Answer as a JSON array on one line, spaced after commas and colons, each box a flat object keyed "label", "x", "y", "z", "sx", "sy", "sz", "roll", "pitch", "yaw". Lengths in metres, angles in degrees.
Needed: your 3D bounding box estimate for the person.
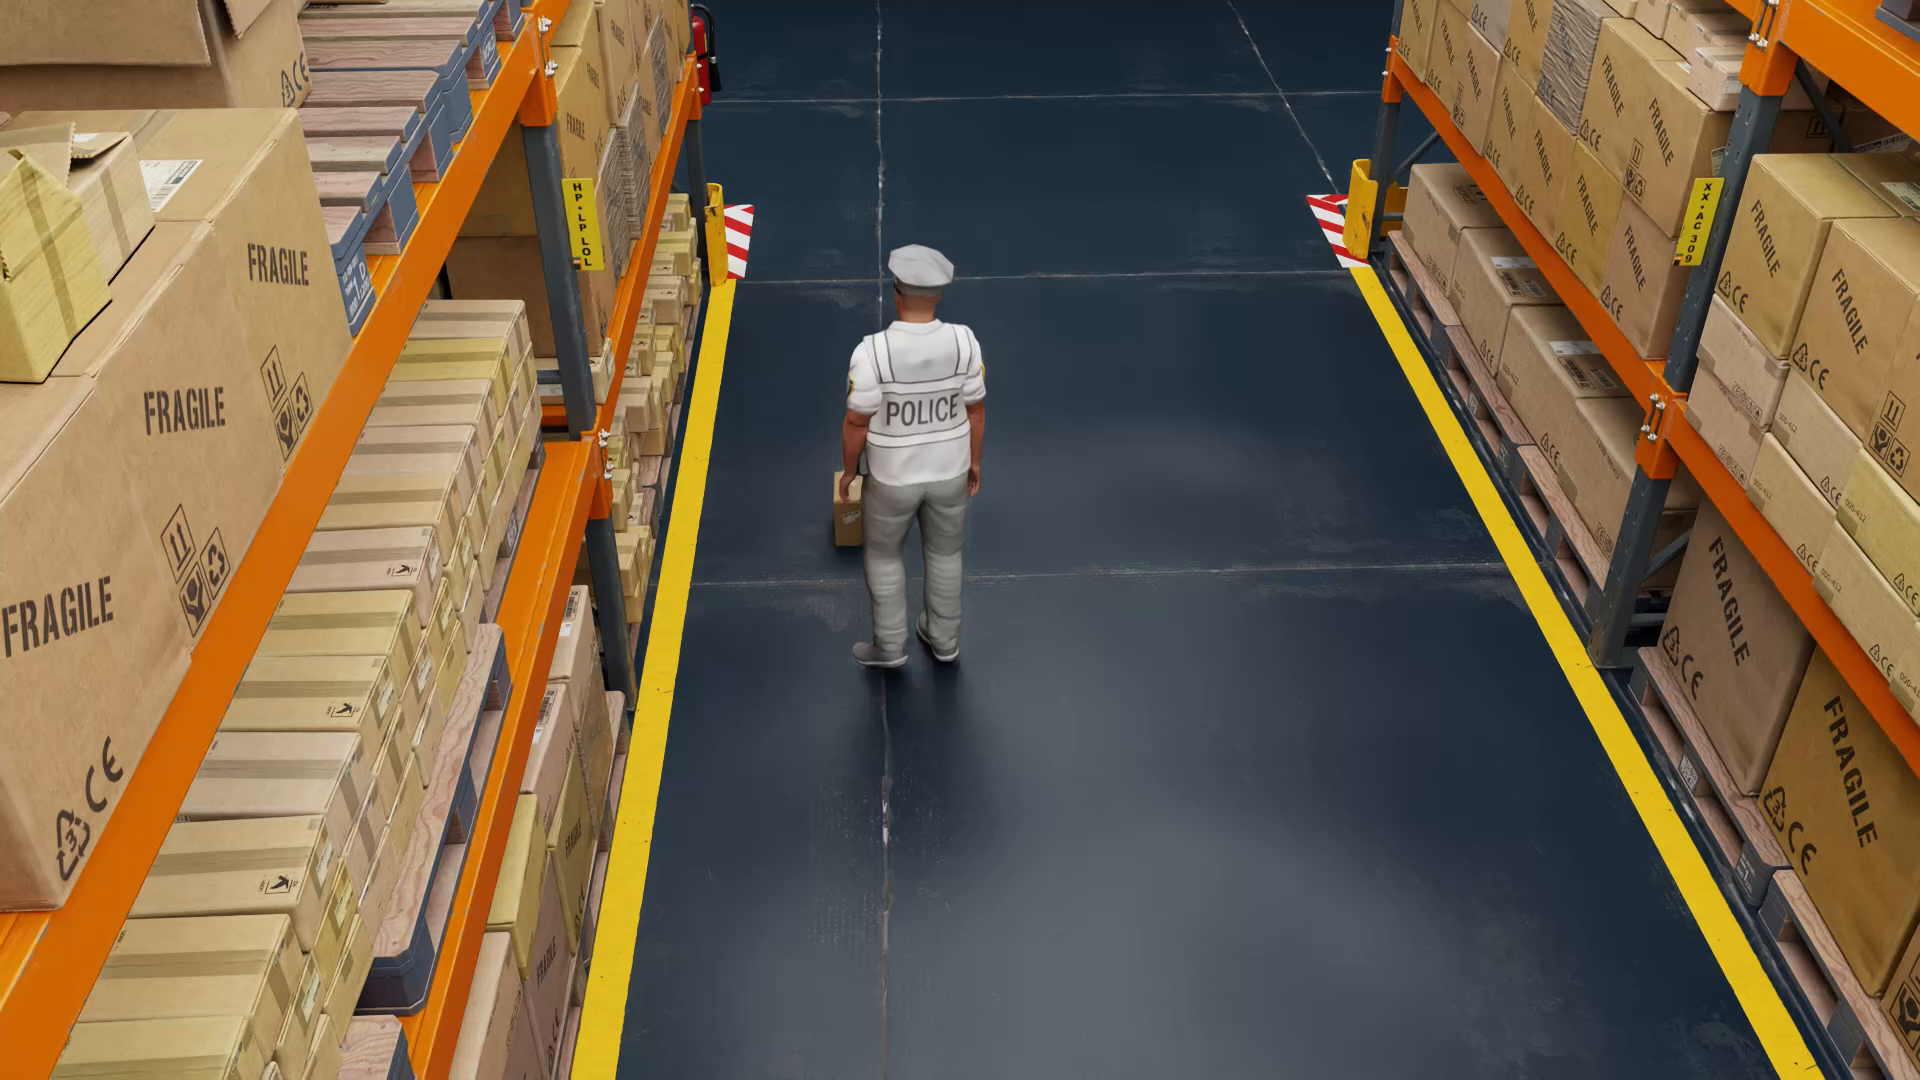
[{"label": "person", "x": -0.184, "y": -0.256, "z": 6.521, "sx": 0.579, "sy": 1.811, "sz": 0.408, "roll": -10, "pitch": 36, "yaw": -14}]
